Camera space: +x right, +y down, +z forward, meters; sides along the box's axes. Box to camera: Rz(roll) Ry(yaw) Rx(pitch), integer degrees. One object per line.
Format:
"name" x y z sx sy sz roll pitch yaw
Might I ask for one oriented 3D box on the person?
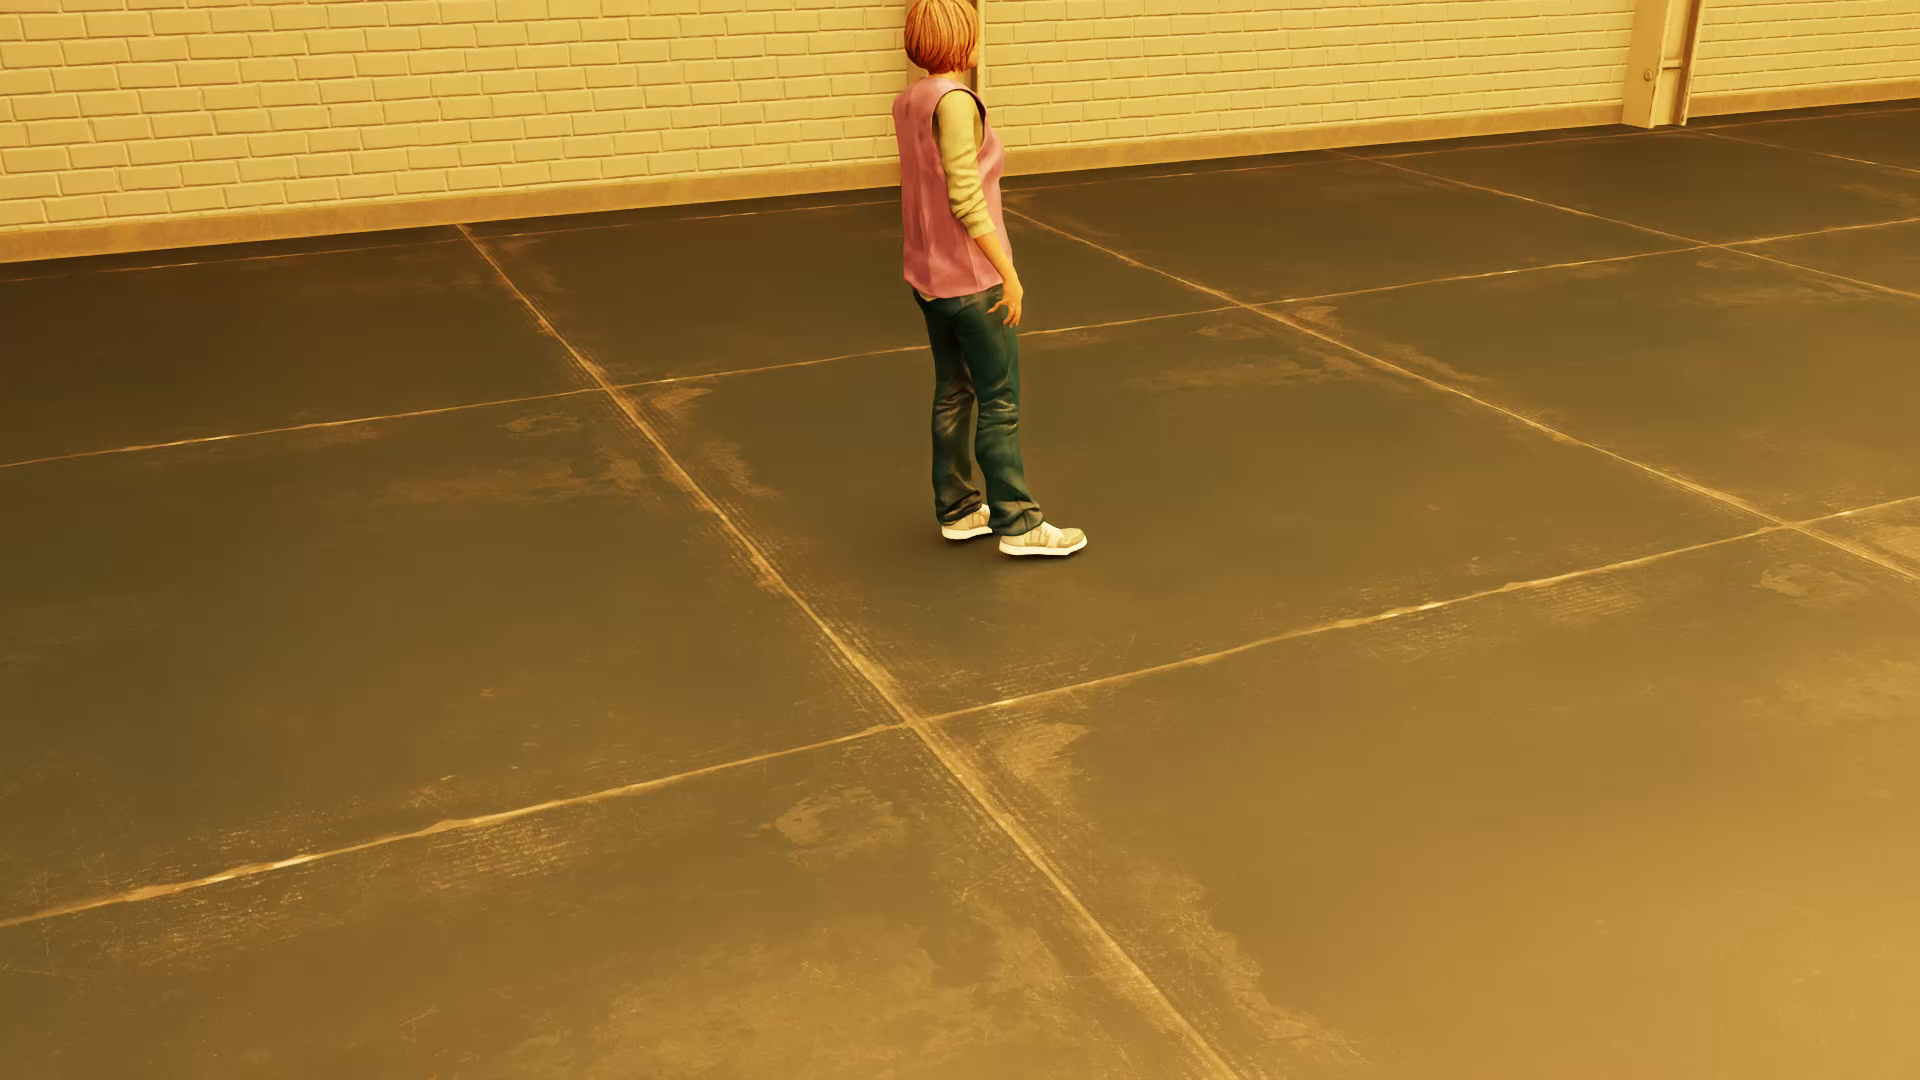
"person" 0.073 -0.751 4.814 0.476 1.597 0.520 -10 25 -23
